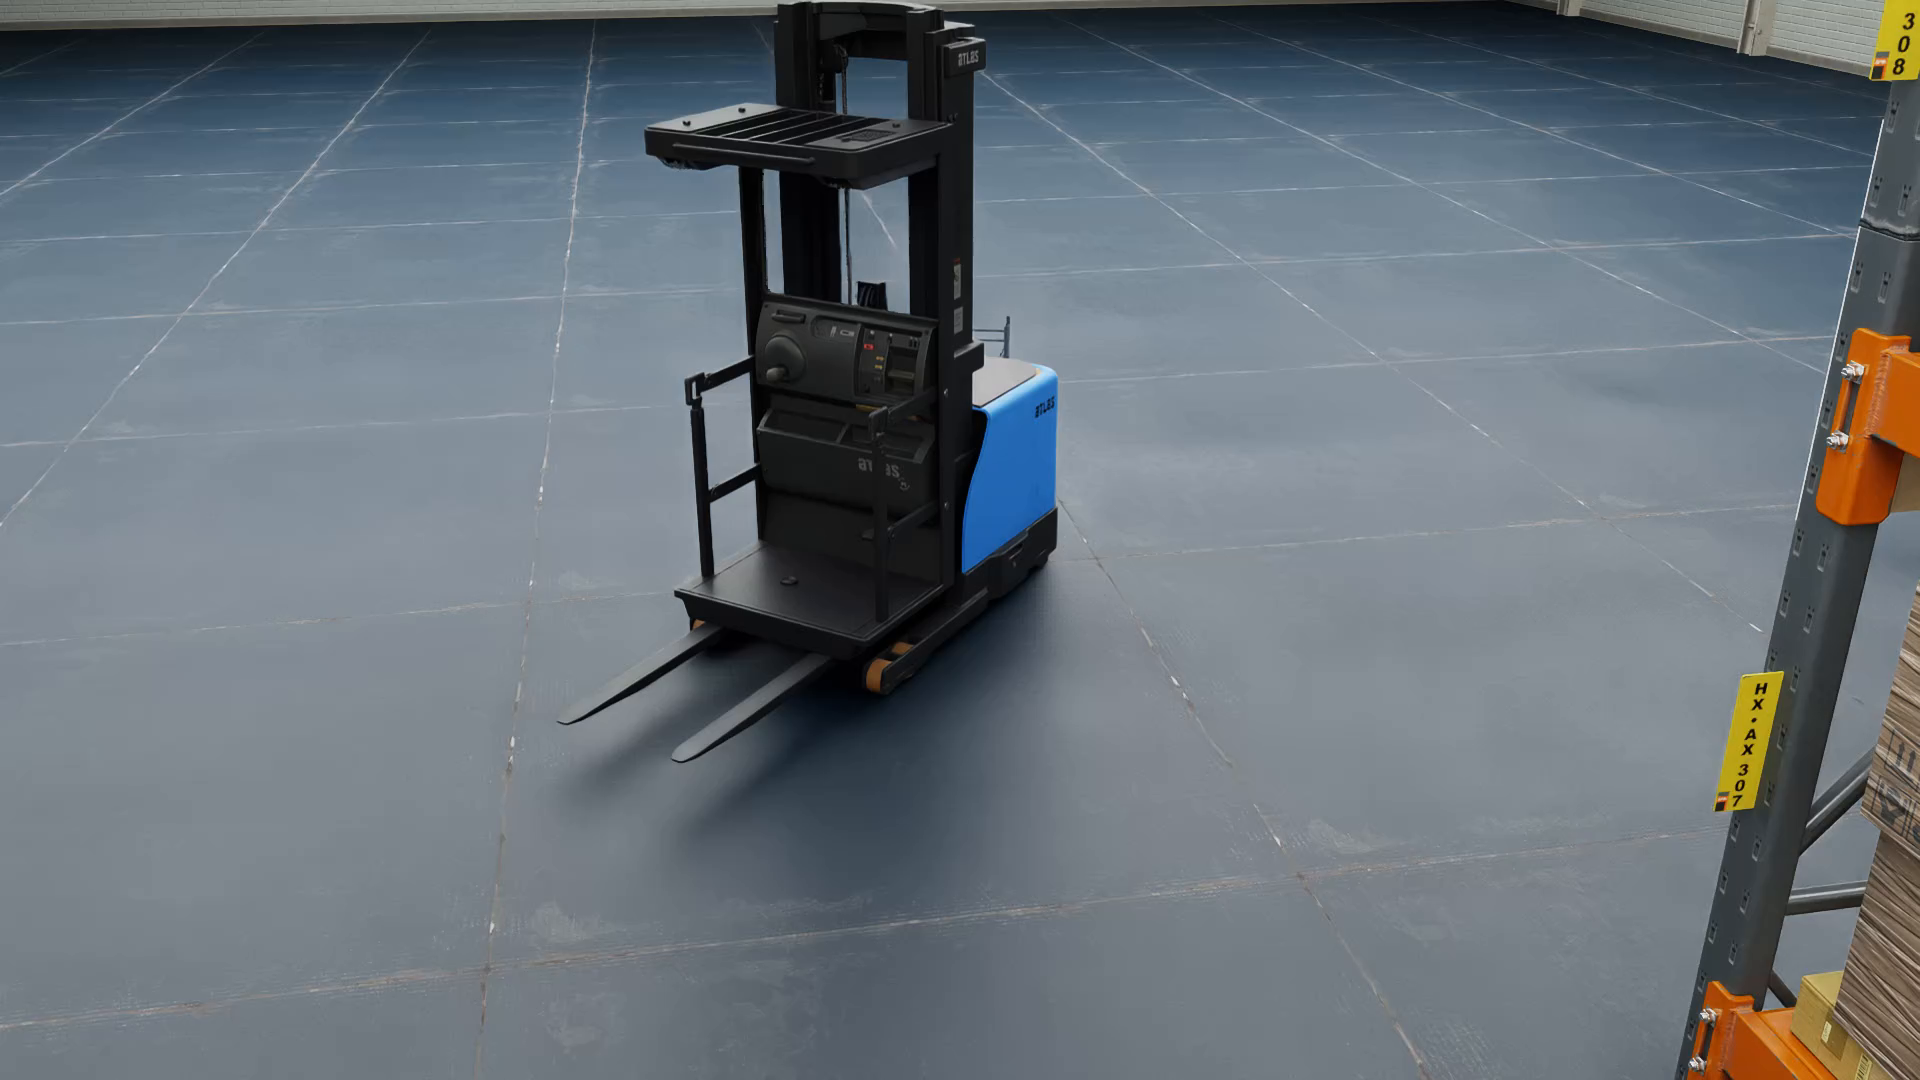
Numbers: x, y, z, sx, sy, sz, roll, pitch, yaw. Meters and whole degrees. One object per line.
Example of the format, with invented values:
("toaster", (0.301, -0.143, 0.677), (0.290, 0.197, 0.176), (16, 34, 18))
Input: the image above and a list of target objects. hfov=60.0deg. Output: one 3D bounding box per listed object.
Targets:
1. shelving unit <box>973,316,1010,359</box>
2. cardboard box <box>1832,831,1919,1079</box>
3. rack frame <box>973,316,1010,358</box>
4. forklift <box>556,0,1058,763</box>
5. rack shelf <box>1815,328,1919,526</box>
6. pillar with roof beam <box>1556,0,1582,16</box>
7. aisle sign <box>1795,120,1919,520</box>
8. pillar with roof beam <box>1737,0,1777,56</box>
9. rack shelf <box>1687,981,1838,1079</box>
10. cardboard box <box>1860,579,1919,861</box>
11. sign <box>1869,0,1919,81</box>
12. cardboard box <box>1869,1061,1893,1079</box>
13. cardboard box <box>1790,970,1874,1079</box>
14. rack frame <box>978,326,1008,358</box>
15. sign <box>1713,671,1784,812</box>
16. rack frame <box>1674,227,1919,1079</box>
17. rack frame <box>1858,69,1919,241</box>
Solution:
("shelving unit", (0.145, -0.633, 9.200), (0.258, 1.200, 0.189), (2, 24, 4))
("cardboard box", (2.249, 0.814, 3.142), (0.875, 0.500, 0.500), (-4, 24, -10))
("rack frame", (0.153, -0.669, 9.284), (0.240, 1.200, 0.006), (2, 24, 4))
("forklift", (-0.648, -0.840, 7.511), (1.130, 2.935, 3.031), (13, 27, 27))
("rack shelf", (2.544, 0.520, 1.464), (1.077, 0.370, 4.000), (-4, 24, -10))
("pillar with roof beam", (7.979, -14.341, 30.843), (9.100, 9.000, 0.400), (-4, 24, -10))
("aisle sign", (1.868, -0.416, 3.206), (0.394, 0.787, 0.004), (-4, 24, -10))
("pillar with roof beam", (9.089, -11.981, 25.440), (9.100, 9.000, 0.400), (-4, 24, -10))
("rack shelf", (2.544, 1.894, 2.064), (1.077, 0.370, 4.000), (-4, 24, -10))
("cardboard box", (2.008, 0.374, 2.900), (0.500, 0.500, 0.500), (-4, 24, -10))
("sign", (1.641, -0.957, 2.854), (0.100, 0.325, 0.005), (-4, 24, -10))
("cardboard box", (2.020, 1.123, 3.246), (0.380, 0.149, 0.250), (-4, 24, -10))
("cardboard box", (1.992, 1.023, 3.474), (0.380, 0.149, 0.250), (-4, 24, -10))
("rack frame", (0.137, -0.597, 9.116), (0.240, 1.200, 0.006), (2, 24, 4))
("sign", (1.641, 0.421, 3.456), (0.100, 0.325, 0.005), (-4, 24, -10))
("rack frame", (2.174, 0.778, 3.721), (1.000, 3.000, 0.127), (-4, 24, -10))
("rack frame", (2.174, -1.971, 2.520), (1.000, 3.000, 0.127), (-4, 24, -10))
